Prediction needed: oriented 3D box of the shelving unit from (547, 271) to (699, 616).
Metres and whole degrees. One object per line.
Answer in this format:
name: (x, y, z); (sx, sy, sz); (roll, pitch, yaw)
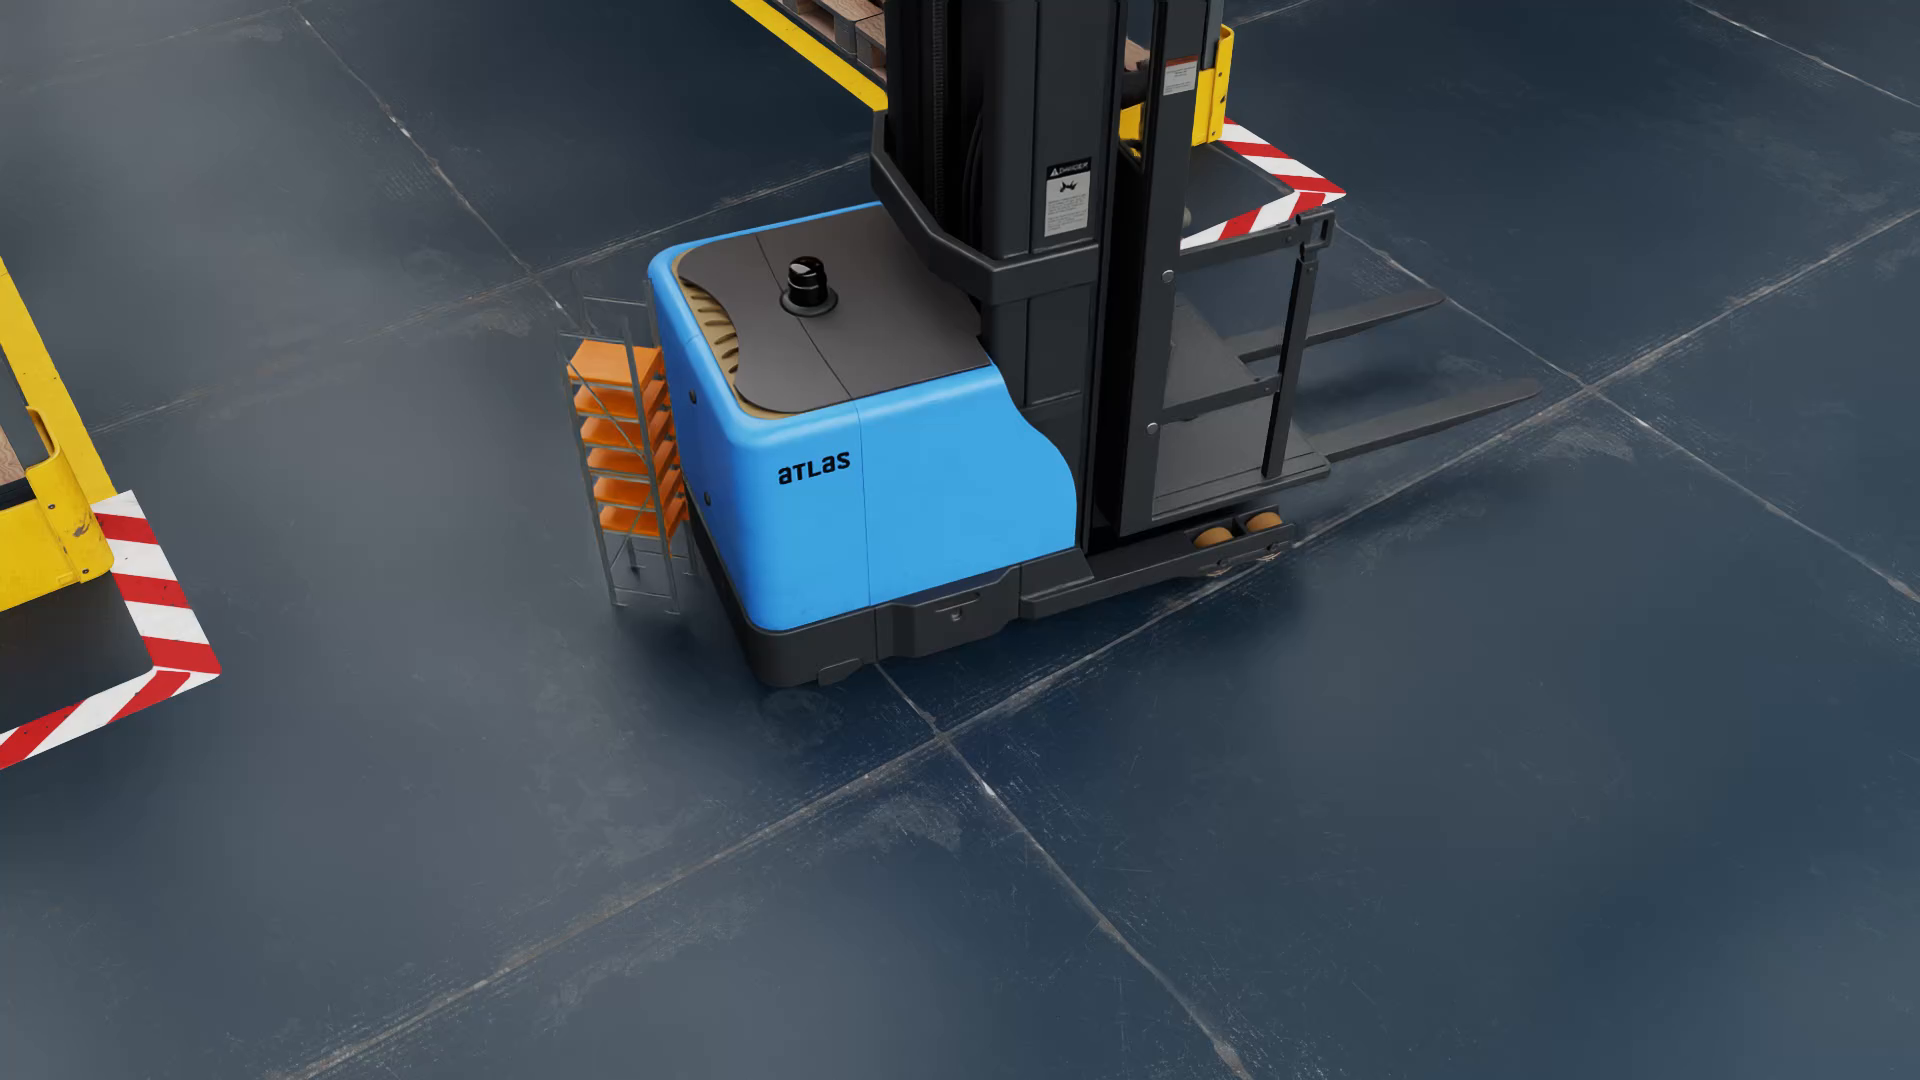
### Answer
shelving unit: (-1.025, -0.266, 5.157); (0.258, 1.200, 0.189); (8, 44, 9)

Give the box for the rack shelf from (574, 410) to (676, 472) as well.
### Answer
rack shelf: (-1.026, -0.320, 5.105); (0.258, 0.103, 0.180); (8, 44, 9)

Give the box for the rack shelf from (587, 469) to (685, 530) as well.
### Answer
rack shelf: (-1.024, -0.146, 5.271); (0.258, 0.103, 0.180); (8, 44, 9)

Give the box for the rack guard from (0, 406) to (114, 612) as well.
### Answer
rack guard: (-3.435, 0.049, 5.337); (1.175, 0.500, 0.348); (-26, 49, -24)

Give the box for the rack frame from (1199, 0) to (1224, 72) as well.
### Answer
rack frame: (0.709, -2.787, 6.497); (1.000, 3.000, 0.127); (-26, 49, -24)

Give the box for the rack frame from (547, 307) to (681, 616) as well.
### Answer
rack frame: (-1.045, -0.204, 5.093); (0.240, 1.200, 0.006); (8, 44, 9)

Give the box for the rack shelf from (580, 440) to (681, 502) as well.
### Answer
rack shelf: (-1.025, -0.233, 5.188); (0.258, 0.103, 0.180); (8, 44, 9)

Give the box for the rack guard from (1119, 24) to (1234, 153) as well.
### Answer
rack guard: (0.666, -1.926, 7.406); (1.175, 0.500, 0.348); (-26, 49, -24)

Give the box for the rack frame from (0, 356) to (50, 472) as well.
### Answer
rack frame: (-3.353, -0.831, 4.448); (1.000, 3.000, 0.127); (-26, 49, -24)

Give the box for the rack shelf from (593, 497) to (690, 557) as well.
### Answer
rack shelf: (-1.023, -0.059, 5.353); (0.258, 0.103, 0.180); (8, 44, 9)

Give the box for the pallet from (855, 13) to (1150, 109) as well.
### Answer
pallet: (0.230, -2.296, 8.002); (1.003, 0.211, 1.213); (-26, 49, -24)

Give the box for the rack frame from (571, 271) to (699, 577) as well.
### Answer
rack frame: (-1.006, -0.327, 5.222); (0.240, 1.200, 0.006); (8, 44, 9)

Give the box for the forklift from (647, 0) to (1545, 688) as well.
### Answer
forklift: (0.587, -1.261, 4.948); (3.031, 2.935, 1.130); (-16, 46, -16)

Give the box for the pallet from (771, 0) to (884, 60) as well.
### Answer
pallet: (-0.464, -2.986, 8.725); (1.003, 0.211, 1.213); (-26, 49, -24)

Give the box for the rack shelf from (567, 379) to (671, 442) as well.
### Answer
rack shelf: (-1.027, -0.407, 5.023); (0.258, 0.103, 0.180); (8, 44, 9)

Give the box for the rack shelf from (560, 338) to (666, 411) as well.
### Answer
rack shelf: (-1.028, -0.494, 4.940); (0.258, 0.103, 0.180); (8, 44, 9)

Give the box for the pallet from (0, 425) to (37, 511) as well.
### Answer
pallet: (-3.896, -0.309, 5.920); (1.003, 0.211, 1.213); (-26, 49, -24)
